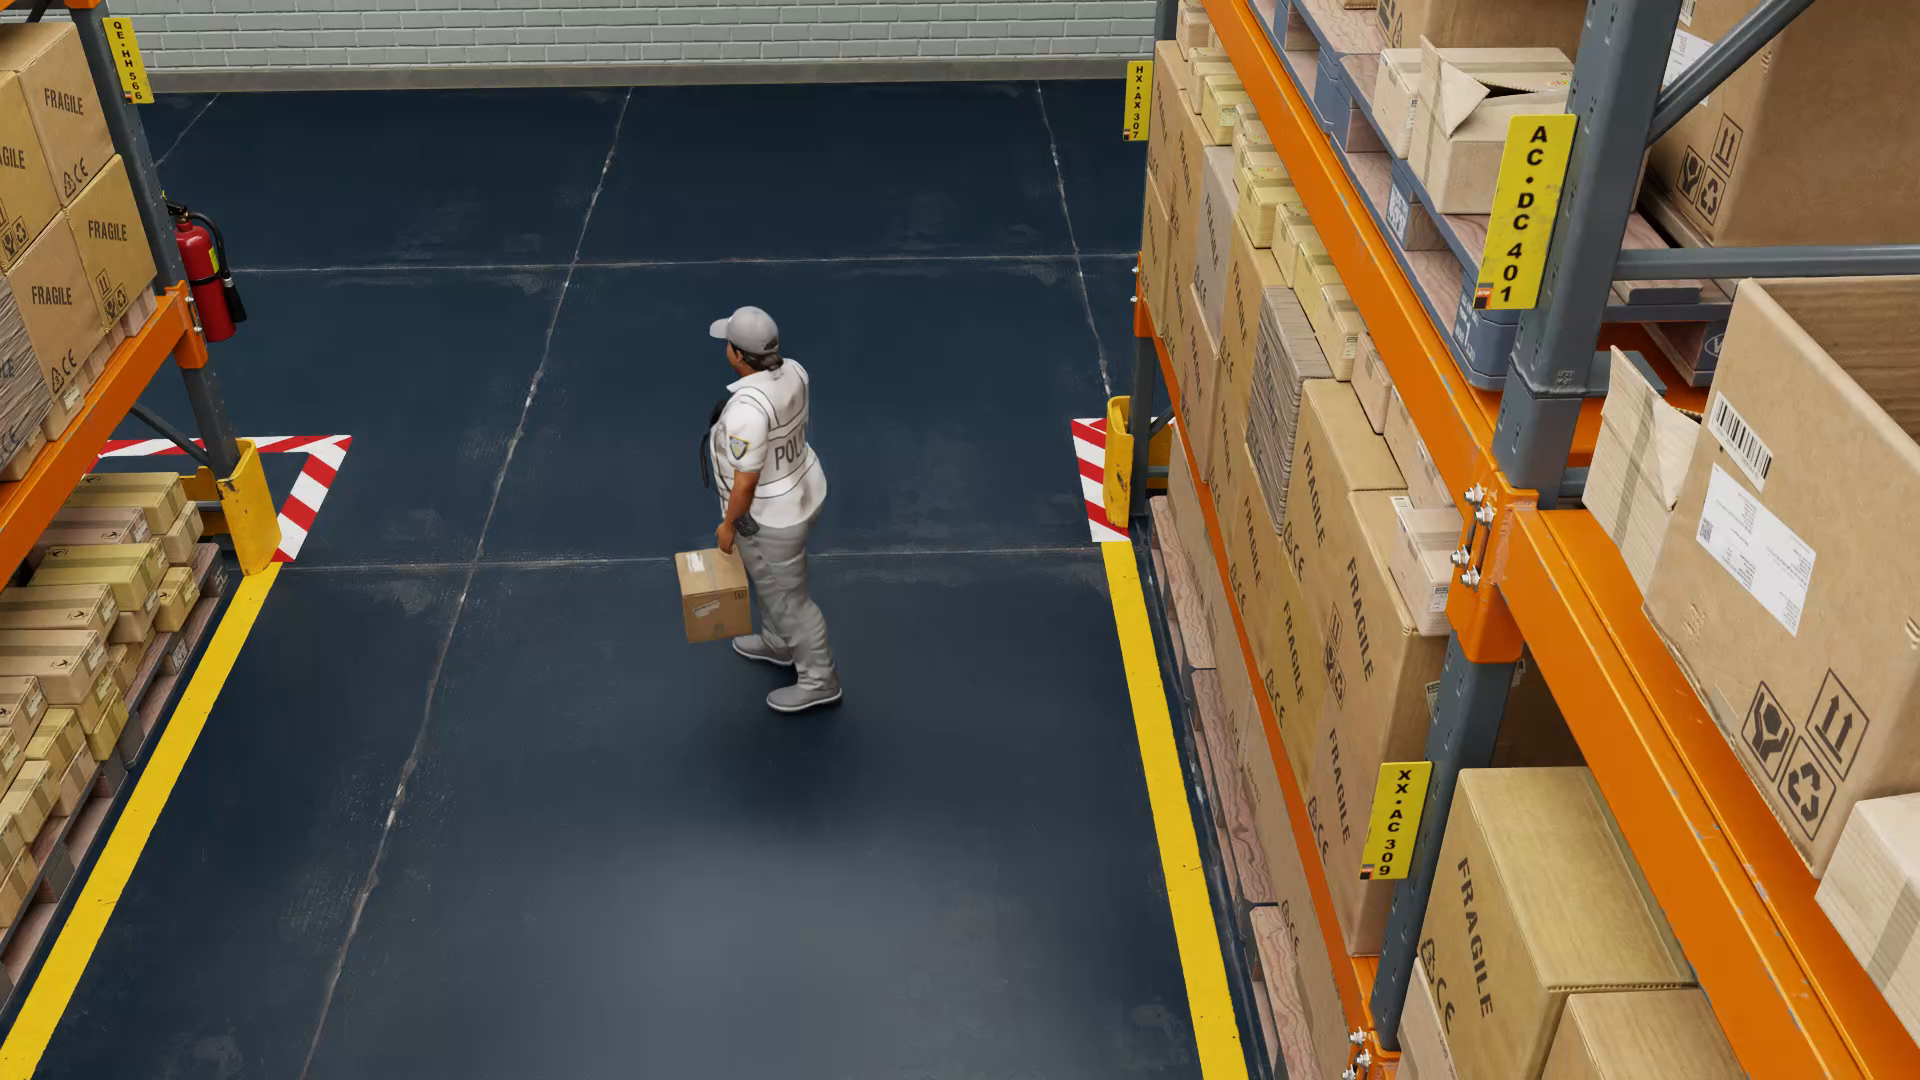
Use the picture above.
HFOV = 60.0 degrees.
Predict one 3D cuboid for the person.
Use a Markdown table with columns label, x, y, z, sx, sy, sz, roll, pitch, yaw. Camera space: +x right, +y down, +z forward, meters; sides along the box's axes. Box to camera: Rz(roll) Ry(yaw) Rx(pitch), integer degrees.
| label | x | y | z | sx | sy | sz | roll | pitch | yaw |
| --- | --- | --- | --- | --- | --- | --- | --- | --- | --- |
| person | -0.719 | -0.114 | 6.305 | 0.553 | 1.657 | 0.502 | 10 | 37 | 14 |
